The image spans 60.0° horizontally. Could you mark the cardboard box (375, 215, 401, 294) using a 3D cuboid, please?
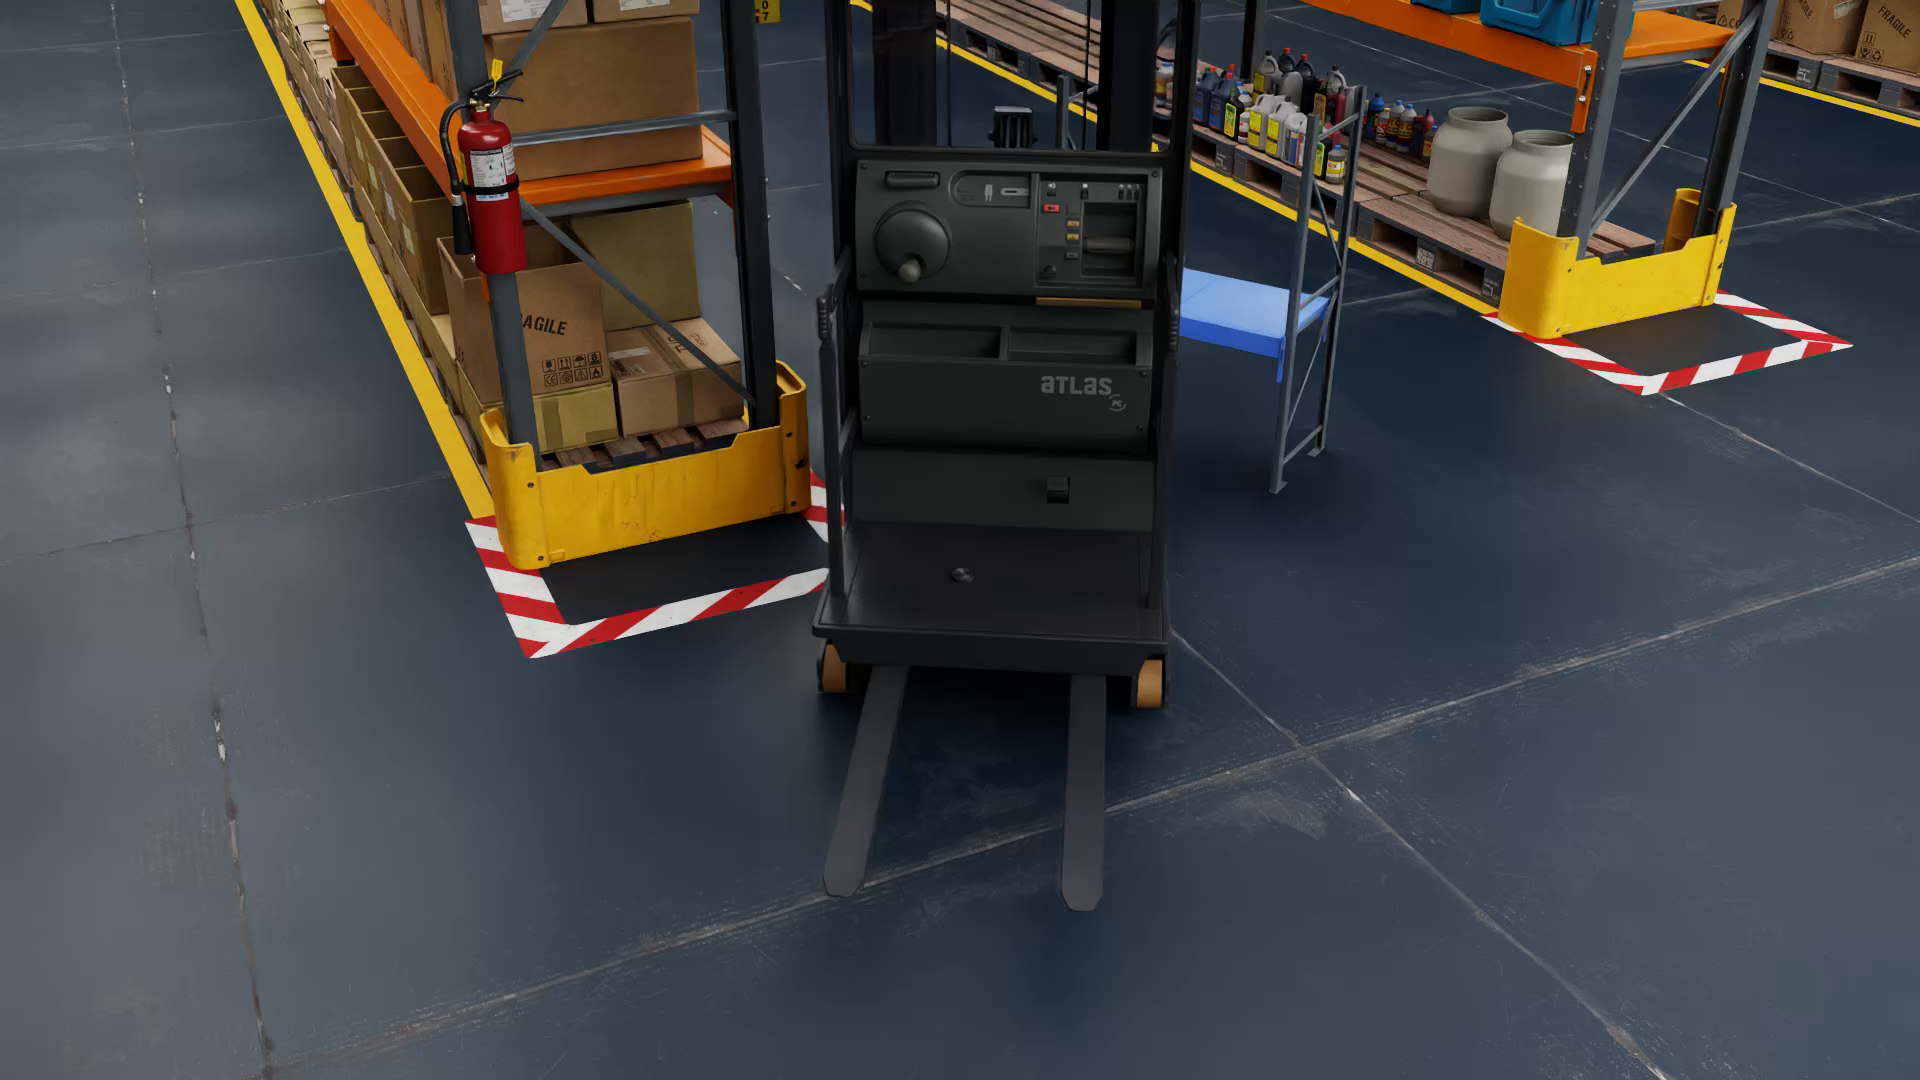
[{"bbox_3d":[-2.542,-1.435,8.124,0.500,0.250,0.500,-13,32,-22],"label":"cardboard box"}]

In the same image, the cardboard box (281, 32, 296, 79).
[{"bbox_3d":[-4.428,-3.400,11.628,0.500,0.250,0.500,-14,32,-23],"label":"cardboard box"}]

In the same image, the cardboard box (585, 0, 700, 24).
[{"bbox_3d":[-1.144,-1.942,5.881,0.380,0.149,0.250,-13,32,-22],"label":"cardboard box"}]

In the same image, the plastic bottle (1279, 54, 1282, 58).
[{"bbox_3d":[2.093,-3.066,10.978,0.061,0.283,0.133,-11,31,-20],"label":"plastic bottle"}]

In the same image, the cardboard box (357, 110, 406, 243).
[{"bbox_3d":[-2.541,-1.762,7.941,0.500,0.500,0.500,-13,32,-22],"label":"cardboard box"}]

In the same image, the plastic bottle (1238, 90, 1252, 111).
[{"bbox_3d":[1.738,-2.620,10.195,0.097,0.271,0.097,0,29,0],"label":"plastic bottle"}]

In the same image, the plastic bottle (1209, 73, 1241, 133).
[{"bbox_3d":[1.641,-2.712,10.277,0.144,0.351,0.185,-15,32,-24],"label":"plastic bottle"}]

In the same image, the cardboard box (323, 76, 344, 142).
[{"bbox_3d":[-3.320,-2.511,9.469,0.500,0.311,0.500,-13,32,-22],"label":"cardboard box"}]

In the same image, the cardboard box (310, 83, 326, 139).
[{"bbox_3d":[-3.763,-2.720,10.415,0.500,0.250,0.500,-12,32,-21],"label":"cardboard box"}]

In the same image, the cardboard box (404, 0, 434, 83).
[{"bbox_3d":[-2.026,-2.333,7.241,0.700,0.500,0.500,-12,31,-21],"label":"cardboard box"}]

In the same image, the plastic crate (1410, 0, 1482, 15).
[{"bbox_3d":[2.547,-2.817,8.358,0.499,0.251,0.408,-13,32,-22],"label":"plastic crate"}]

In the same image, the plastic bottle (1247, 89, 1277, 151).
[{"bbox_3d":[1.823,-2.524,9.942,0.144,0.351,0.185,-13,32,-22],"label":"plastic bottle"}]

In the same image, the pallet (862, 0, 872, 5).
[{"bbox_3d":[-0.505,-5.092,15.115,1.003,0.211,1.213,-13,32,-22],"label":"pallet"}]

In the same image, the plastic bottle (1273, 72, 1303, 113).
[{"bbox_3d":[2.084,-2.855,10.610,0.152,0.276,0.135,-13,32,-22],"label":"plastic bottle"}]

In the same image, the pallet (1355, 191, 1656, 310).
[{"bbox_3d":[2.886,-1.603,8.892,1.003,0.211,1.213,-13,32,-22],"label":"pallet"}]

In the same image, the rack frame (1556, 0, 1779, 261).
[{"bbox_3d":[3.305,-2.435,7.526,1.000,3.000,0.127,-13,32,-22],"label":"rack frame"}]

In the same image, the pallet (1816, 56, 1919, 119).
[{"bbox_3d":[6.909,-3.197,11.735,1.003,0.211,1.213,-13,32,-22],"label":"pallet"}]

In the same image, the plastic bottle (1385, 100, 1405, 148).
[{"bbox_3d":[2.618,-2.499,9.979,0.097,0.271,0.097,0,29,0],"label":"plastic bottle"}]

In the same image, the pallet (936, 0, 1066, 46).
[{"bbox_3d":[0.168,-4.402,13.885,1.003,0.211,1.213,-13,32,-22],"label":"pallet"}]

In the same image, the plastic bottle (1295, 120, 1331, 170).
[{"bbox_3d":[2.038,-2.275,9.576,0.152,0.276,0.135,-13,32,-22],"label":"plastic bottle"}]

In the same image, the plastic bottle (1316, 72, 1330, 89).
[{"bbox_3d":[2.315,-2.837,10.570,0.061,0.283,0.133,-11,31,-19],"label":"plastic bottle"}]

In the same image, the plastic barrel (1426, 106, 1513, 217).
[{"bbox_3d":[2.739,-2.029,8.916,0.421,0.512,0.421,0,29,0],"label":"plastic barrel"}]

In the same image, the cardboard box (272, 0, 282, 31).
[{"bbox_3d":[-4.645,-3.866,11.886,0.500,0.311,0.500,-12,31,-20],"label":"cardboard box"}]

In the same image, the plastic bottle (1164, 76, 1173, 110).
[{"bbox_3d":[1.373,-2.896,10.758,0.097,0.201,0.097,0,29,0],"label":"plastic bottle"}]

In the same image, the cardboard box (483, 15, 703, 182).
[{"bbox_3d":[-1.359,-1.649,6.022,0.700,0.500,0.500,-13,32,-22],"label":"cardboard box"}]

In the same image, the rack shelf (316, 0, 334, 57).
[{"bbox_3d":[-3.746,-3.733,10.577,1.077,0.370,4.000,-13,32,-22],"label":"rack shelf"}]

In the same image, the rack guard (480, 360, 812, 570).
[{"bbox_3d":[-1.160,-0.296,6.266,1.175,0.500,0.348,-13,32,-22],"label":"rack guard"}]

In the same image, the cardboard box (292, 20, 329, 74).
[{"bbox_3d":[-3.974,-3.183,10.668,0.500,0.311,0.500,-13,32,-23],"label":"cardboard box"}]

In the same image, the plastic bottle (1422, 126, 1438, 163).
[{"bbox_3d":[2.764,-2.319,9.729,0.097,0.201,0.097,0,29,0],"label":"plastic bottle"}]

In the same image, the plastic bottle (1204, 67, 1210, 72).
[{"bbox_3d":[1.588,-2.862,10.614,0.061,0.283,0.133,-13,32,-22],"label":"plastic bottle"}]

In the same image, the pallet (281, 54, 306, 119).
[{"bbox_3d":[-4.286,-3.343,11.995,1.003,0.211,1.213,-13,32,-22],"label":"pallet"}]

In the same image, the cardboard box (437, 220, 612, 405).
[{"bbox_3d":[-1.669,-0.882,6.371,0.500,0.500,0.500,-13,32,-22],"label":"cardboard box"}]

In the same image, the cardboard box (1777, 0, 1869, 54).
[{"bbox_3d":[6.450,-3.898,12.262,0.500,0.500,0.500,-3,29,-6],"label":"cardboard box"}]

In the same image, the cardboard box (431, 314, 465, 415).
[{"bbox_3d":[-1.893,-0.774,6.945,0.500,0.250,0.500,-13,32,-22],"label":"cardboard box"}]

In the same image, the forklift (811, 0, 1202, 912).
[{"bbox_3d":[0.129,-0.911,4.878,1.130,2.935,3.031,2,29,4],"label":"forklift"}]

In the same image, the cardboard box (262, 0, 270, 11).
[{"bbox_3d":[-5.440,-4.625,13.537,0.500,0.500,0.500,-14,32,-24],"label":"cardboard box"}]

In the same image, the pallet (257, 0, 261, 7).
[{"bbox_3d":[-5.938,-5.130,15.183,1.003,0.211,1.213,-13,32,-22],"label":"pallet"}]

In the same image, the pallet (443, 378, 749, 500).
[{"bbox_3d":[-1.536,-0.510,6.943,1.003,0.211,1.213,-13,32,-22],"label":"pallet"}]

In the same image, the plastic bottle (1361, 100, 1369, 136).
[{"bbox_3d":[2.488,-2.603,10.236,0.097,0.201,0.097,0,29,0],"label":"plastic bottle"}]

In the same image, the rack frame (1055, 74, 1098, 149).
[{"bbox_3d":[0.518,-1.211,6.876,0.032,1.500,0.500,18,34,28],"label":"rack frame"}]

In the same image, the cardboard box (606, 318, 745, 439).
[{"bbox_3d":[-1.199,-0.664,6.750,0.500,0.250,0.500,-13,32,-22],"label":"cardboard box"}]

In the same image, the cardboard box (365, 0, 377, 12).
[{"bbox_3d":[-2.691,-3.013,8.453,0.700,0.500,0.500,-14,32,-23],"label":"cardboard box"}]

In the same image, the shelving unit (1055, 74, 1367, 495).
[{"bbox_3d":[0.944,-1.075,6.634,1.048,1.500,0.538,18,34,28],"label":"shelving unit"}]
